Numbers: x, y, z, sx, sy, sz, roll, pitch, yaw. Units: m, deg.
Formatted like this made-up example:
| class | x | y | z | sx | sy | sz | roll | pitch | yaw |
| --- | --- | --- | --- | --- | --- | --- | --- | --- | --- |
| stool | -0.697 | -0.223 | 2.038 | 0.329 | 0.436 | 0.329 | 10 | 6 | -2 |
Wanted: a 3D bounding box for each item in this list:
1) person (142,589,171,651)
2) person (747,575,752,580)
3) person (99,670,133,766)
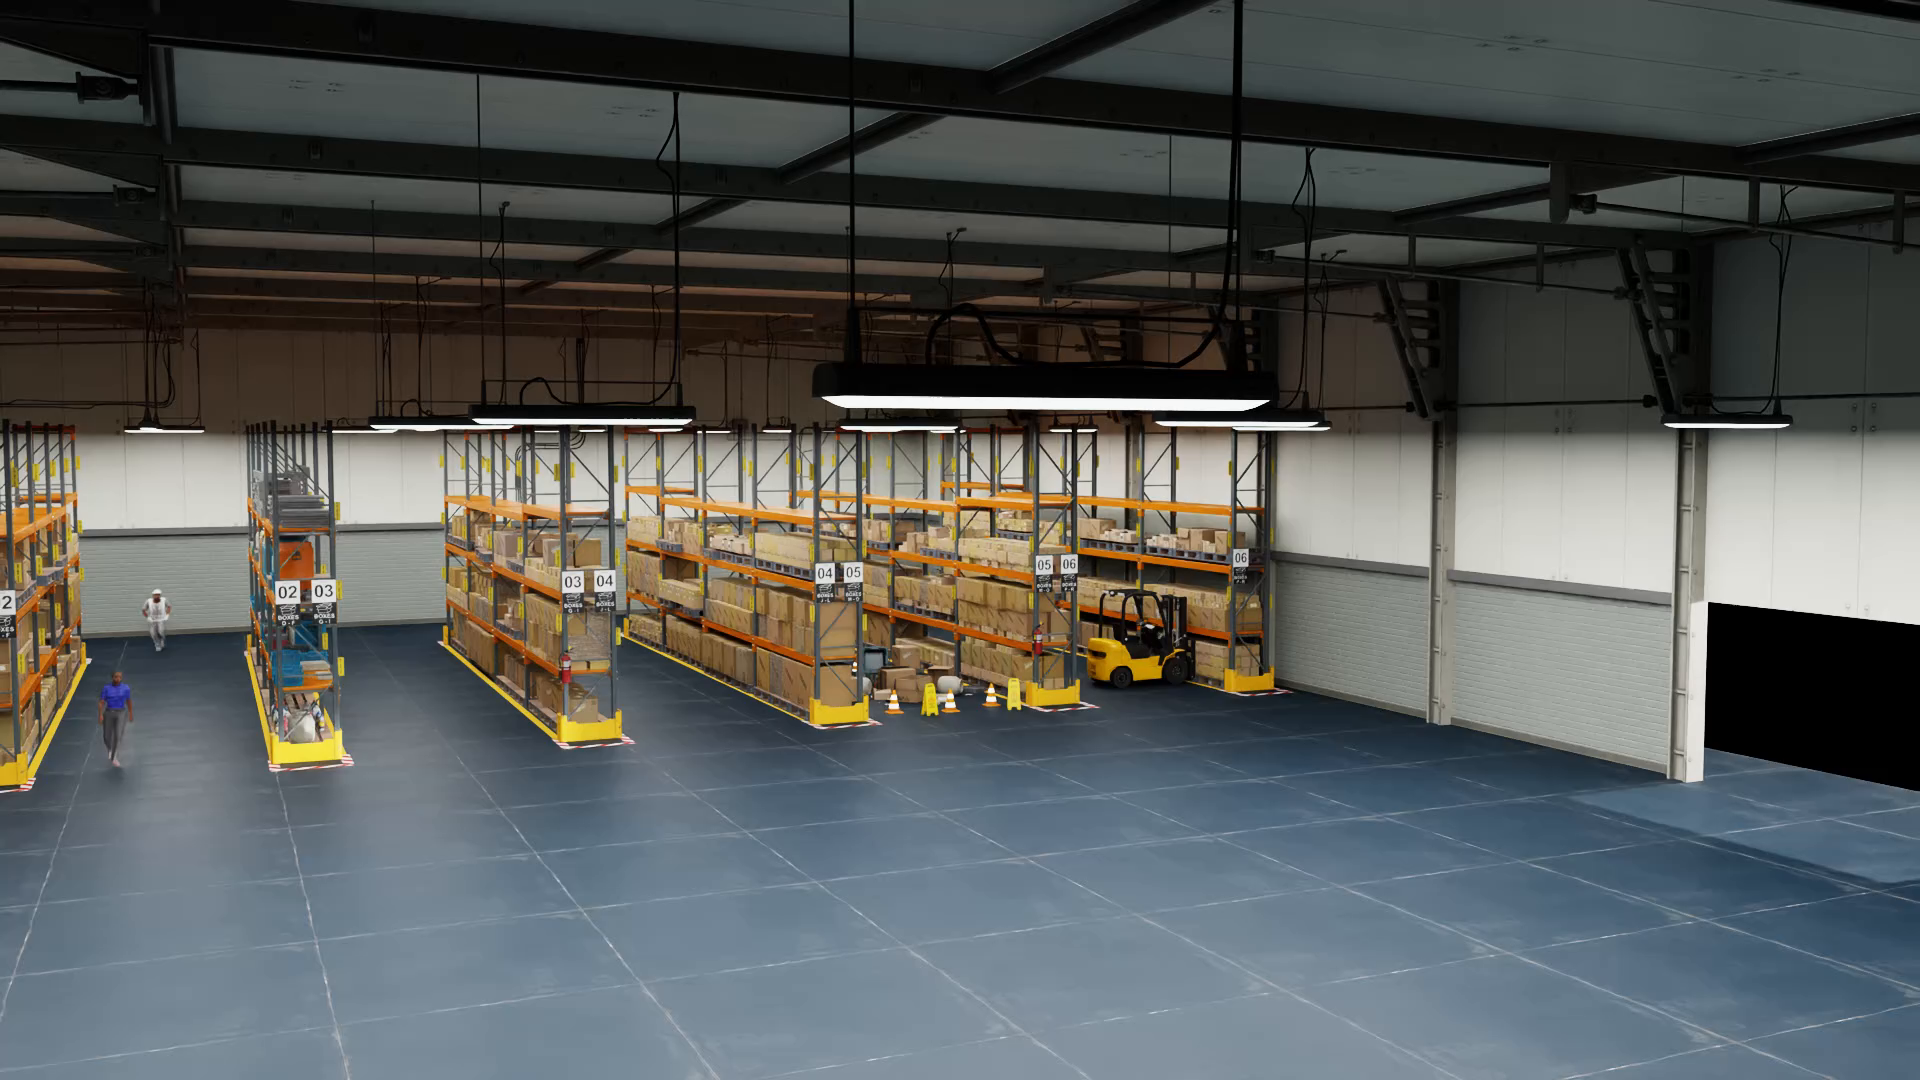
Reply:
| class | x | y | z | sx | sy | sz | roll | pitch | yaw |
| --- | --- | --- | --- | --- | --- | --- | --- | --- | --- |
| person | -21.326 | 2.129 | 44.141 | 0.657 | 1.679 | 0.654 | -1 | 4 | -17 |
| person | -6.027 | 1.832 | 48.510 | 0.556 | 1.813 | 0.622 | 0 | 4 | -4 |
| person | -14.803 | 3.102 | 29.160 | 0.535 | 1.662 | 0.738 | -2 | 4 | -27 |
